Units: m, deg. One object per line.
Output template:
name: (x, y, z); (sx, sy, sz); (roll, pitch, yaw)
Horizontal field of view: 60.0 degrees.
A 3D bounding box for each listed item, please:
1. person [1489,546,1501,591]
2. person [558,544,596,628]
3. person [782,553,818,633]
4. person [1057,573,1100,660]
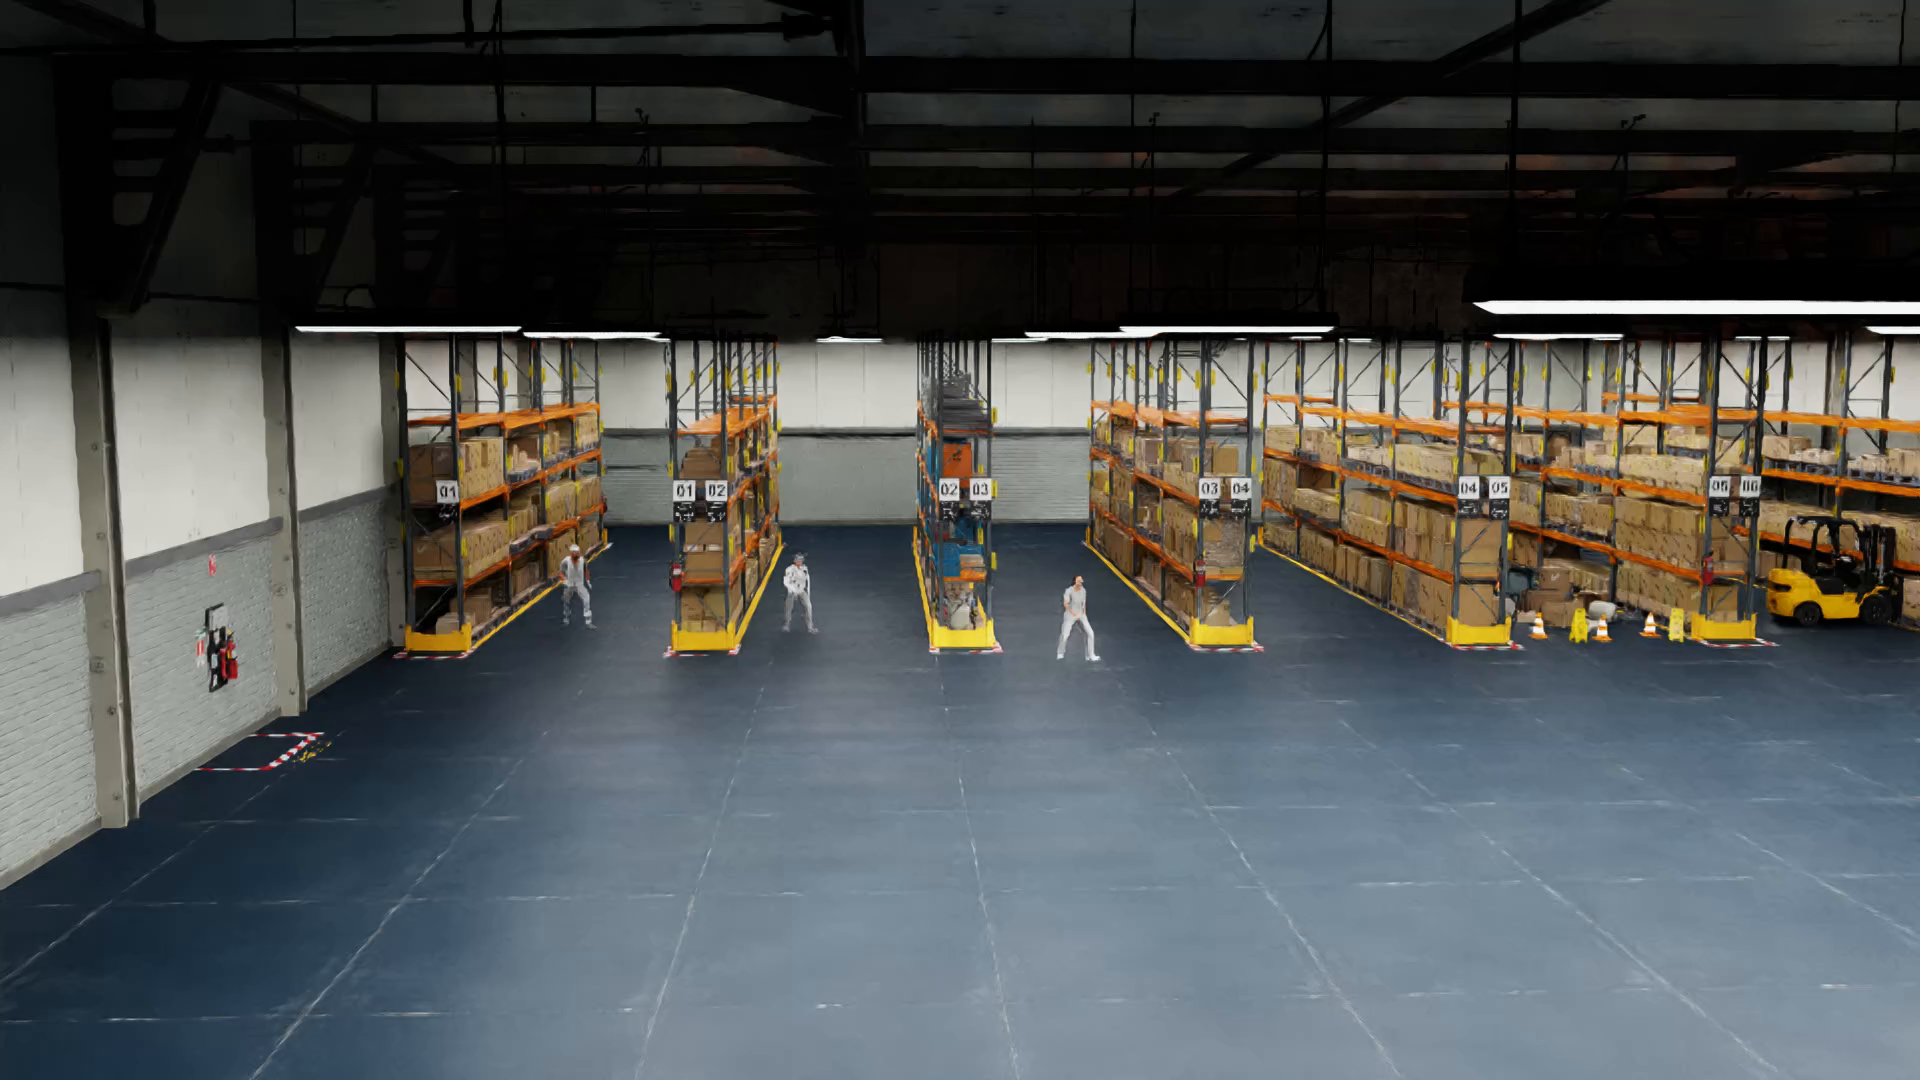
person: (12.170, 0.385, 37.976); (0.574, 1.711, 0.626); (3, 7, 26)
person: (-7.744, 0.919, 33.471); (0.686, 1.716, 0.829); (-3, 7, -21)
person: (-3.218, 1.036, 32.983); (0.644, 1.615, 0.783); (-3, 7, -21)
person: (2.099, 1.375, 30.104); (0.613, 1.607, 0.802); (-3, 7, -22)
